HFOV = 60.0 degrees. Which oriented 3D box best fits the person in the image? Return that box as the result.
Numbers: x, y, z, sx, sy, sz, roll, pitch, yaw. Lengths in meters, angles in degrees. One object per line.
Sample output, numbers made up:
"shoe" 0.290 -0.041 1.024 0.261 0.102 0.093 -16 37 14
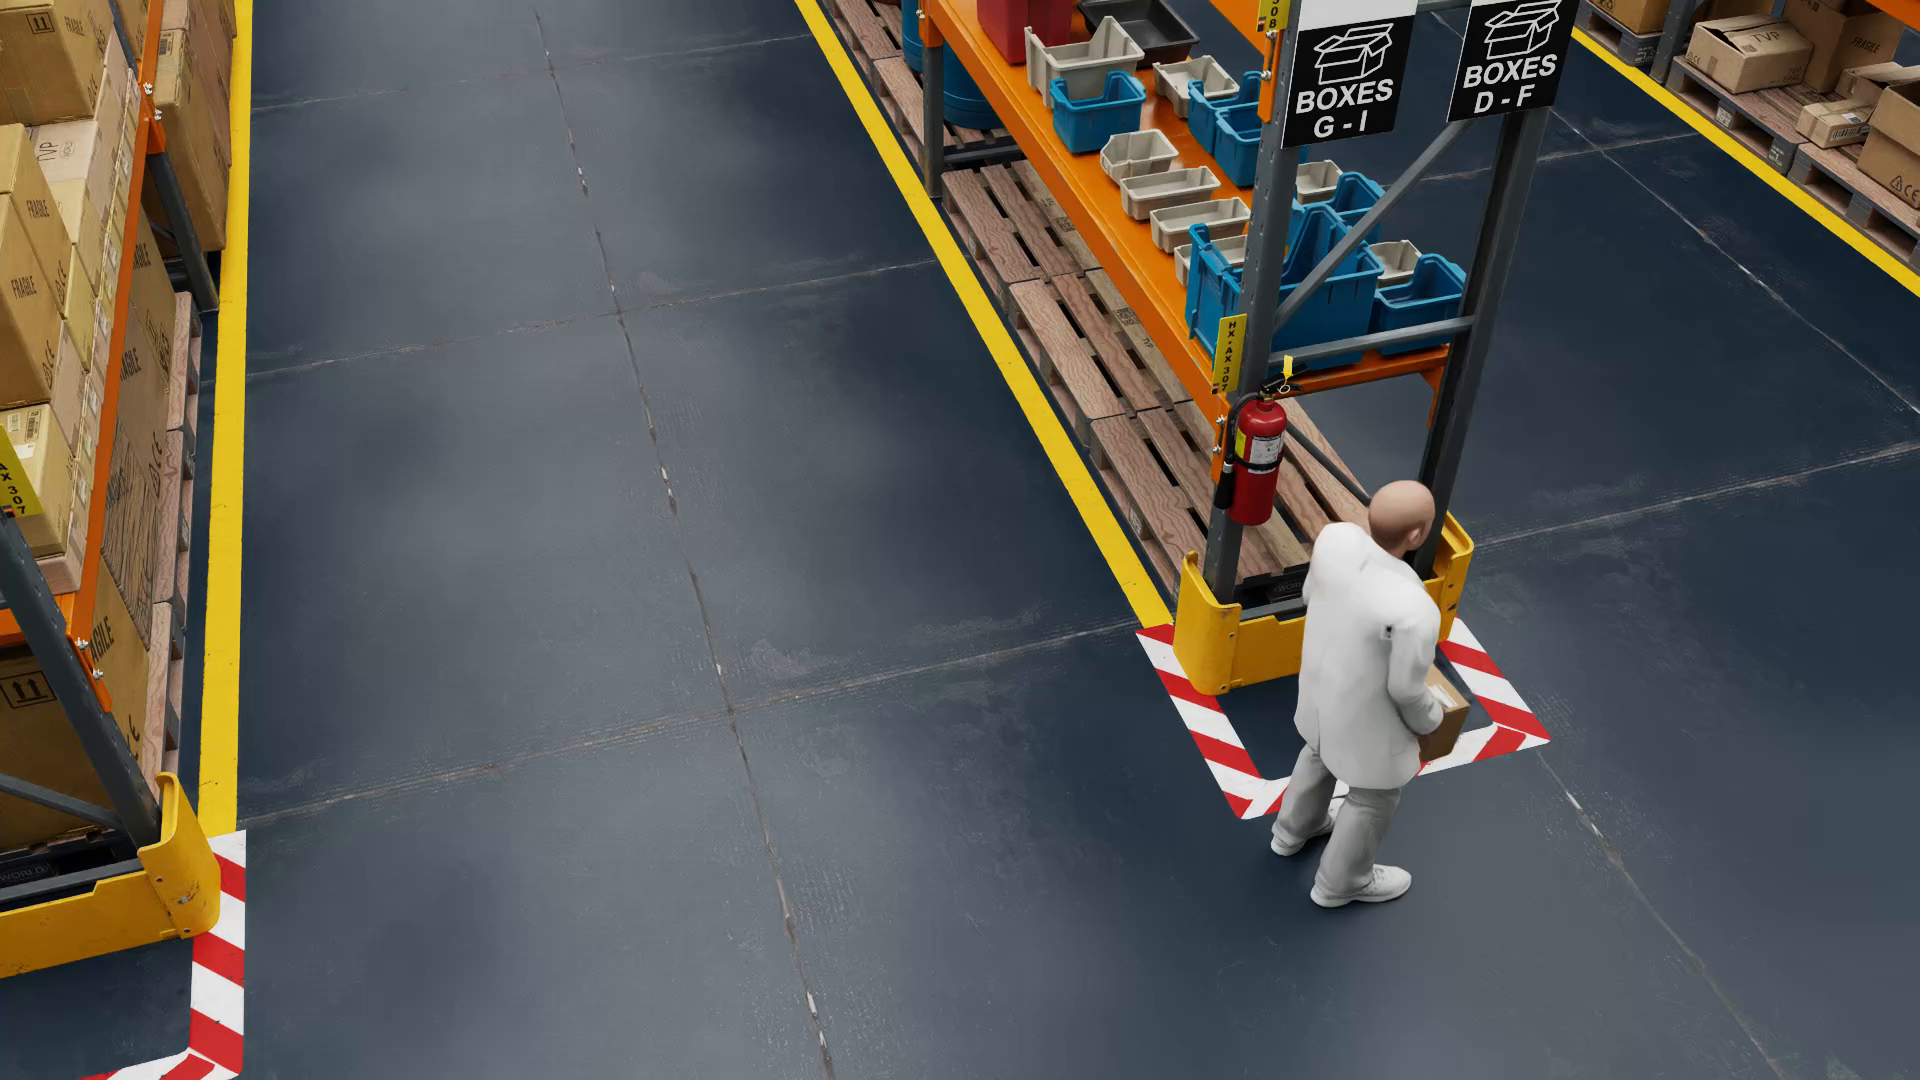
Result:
"person" 1.353 0.513 5.591 0.424 1.779 0.586 -17 44 -18
